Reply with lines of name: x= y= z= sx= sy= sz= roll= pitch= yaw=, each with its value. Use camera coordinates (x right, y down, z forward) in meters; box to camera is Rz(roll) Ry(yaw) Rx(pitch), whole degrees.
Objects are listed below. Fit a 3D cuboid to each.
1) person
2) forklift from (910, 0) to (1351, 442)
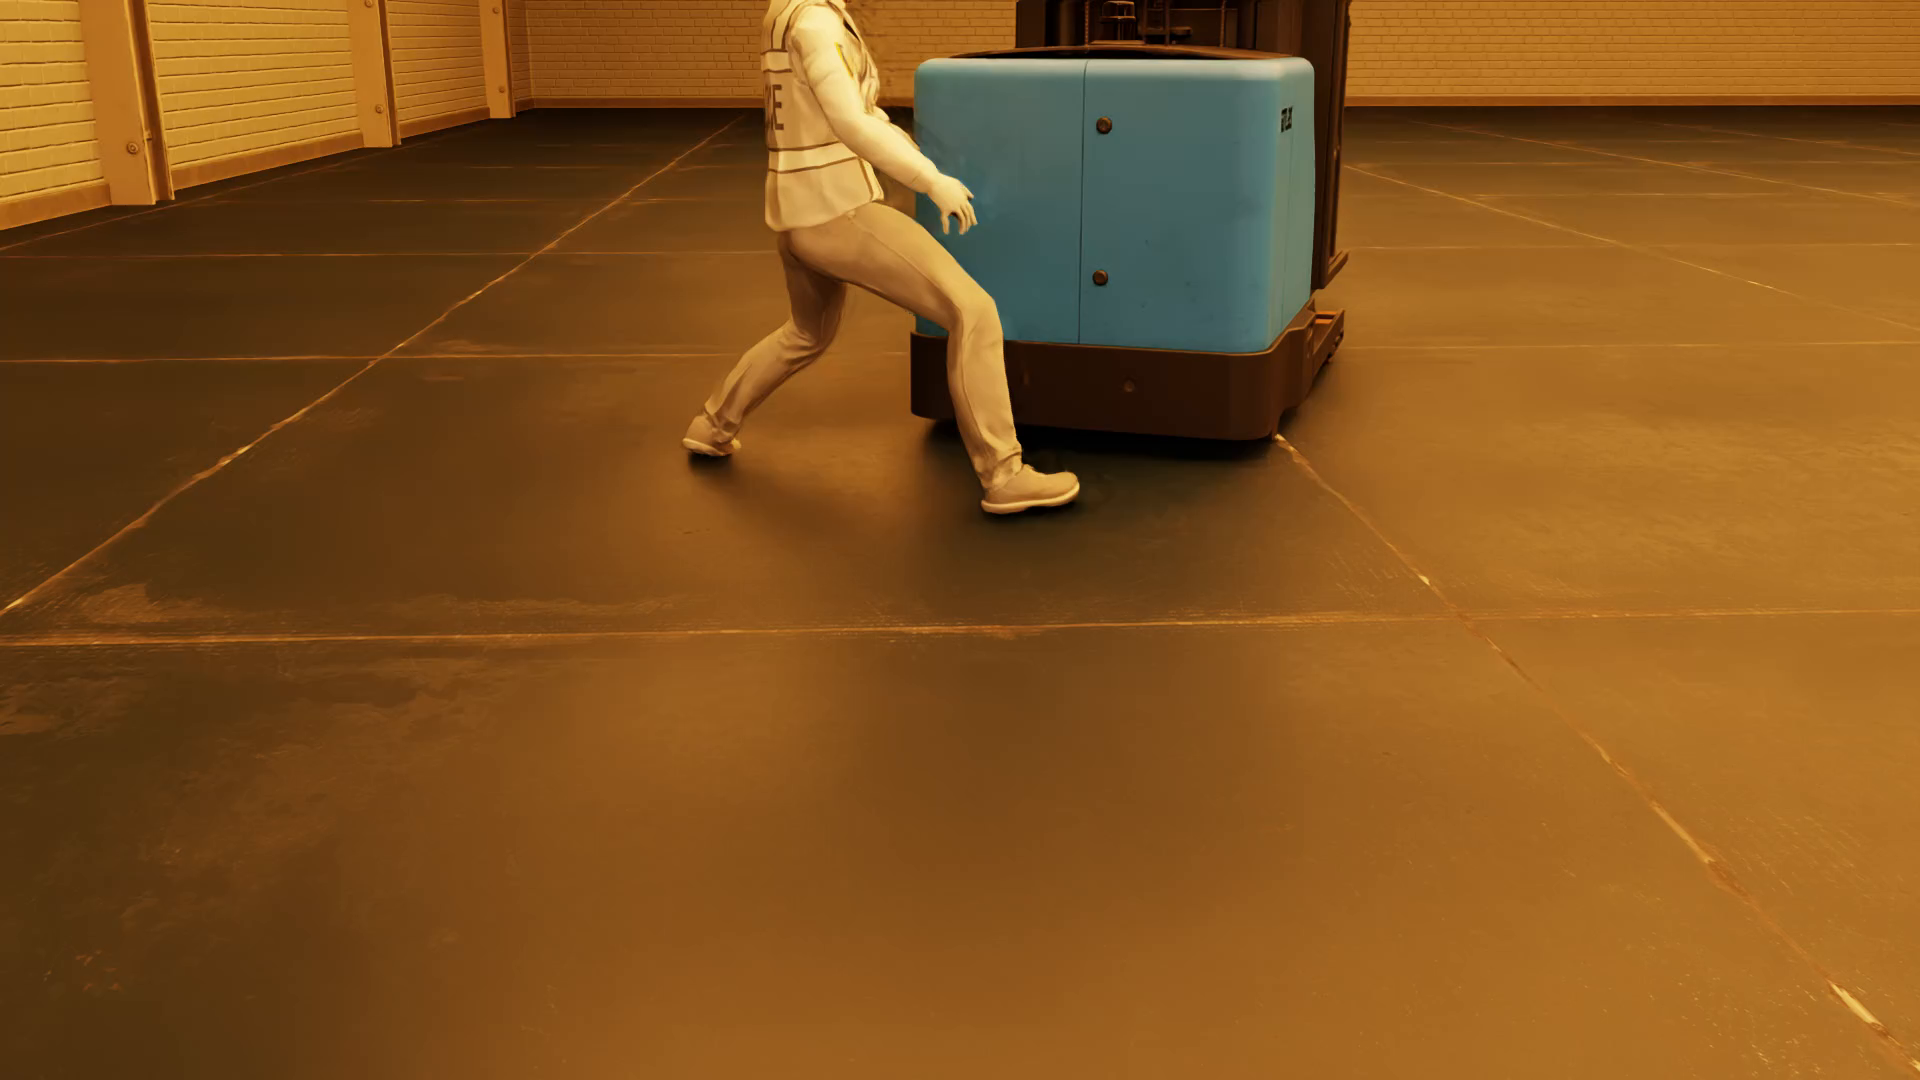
person: x=-0.245 y=-0.854 z=4.240 sx=0.928 sy=1.518 sz=1.001 roll=-4 pitch=18 yaw=-14
forklift: x=0.798 y=-2.065 z=5.659 sx=1.130 sy=2.935 sz=3.031 roll=5 pitch=18 yaw=17
